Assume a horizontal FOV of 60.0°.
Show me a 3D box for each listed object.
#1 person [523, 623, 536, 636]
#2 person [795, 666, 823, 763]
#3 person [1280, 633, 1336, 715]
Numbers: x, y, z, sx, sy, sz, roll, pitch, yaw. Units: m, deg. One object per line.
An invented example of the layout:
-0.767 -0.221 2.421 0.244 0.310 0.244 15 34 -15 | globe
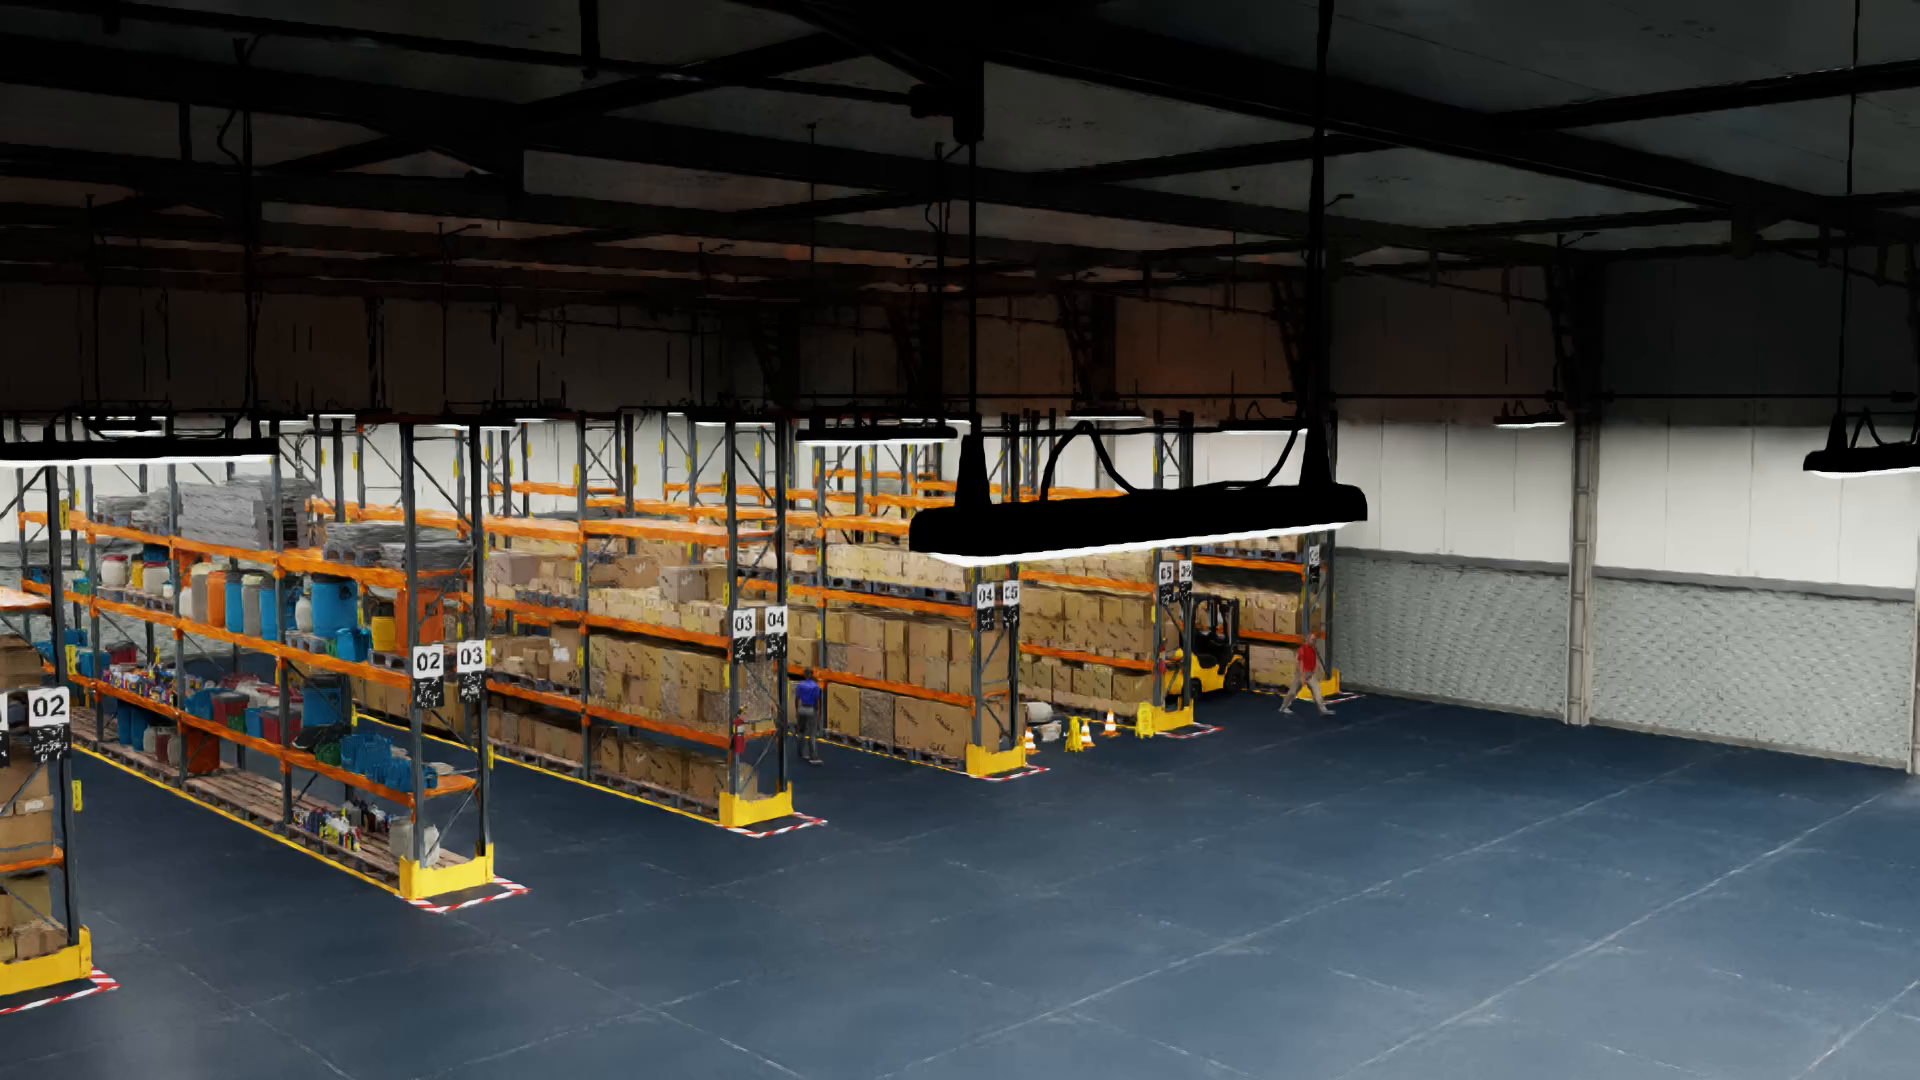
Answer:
-10.588 1.903 40.992 0.502 1.715 0.662 -1 5 -14 | person
-2.615 3.000 28.713 0.502 1.663 0.422 1 5 14 | person
6.853 2.638 32.819 1.116 1.640 0.547 5 7 43 | person
